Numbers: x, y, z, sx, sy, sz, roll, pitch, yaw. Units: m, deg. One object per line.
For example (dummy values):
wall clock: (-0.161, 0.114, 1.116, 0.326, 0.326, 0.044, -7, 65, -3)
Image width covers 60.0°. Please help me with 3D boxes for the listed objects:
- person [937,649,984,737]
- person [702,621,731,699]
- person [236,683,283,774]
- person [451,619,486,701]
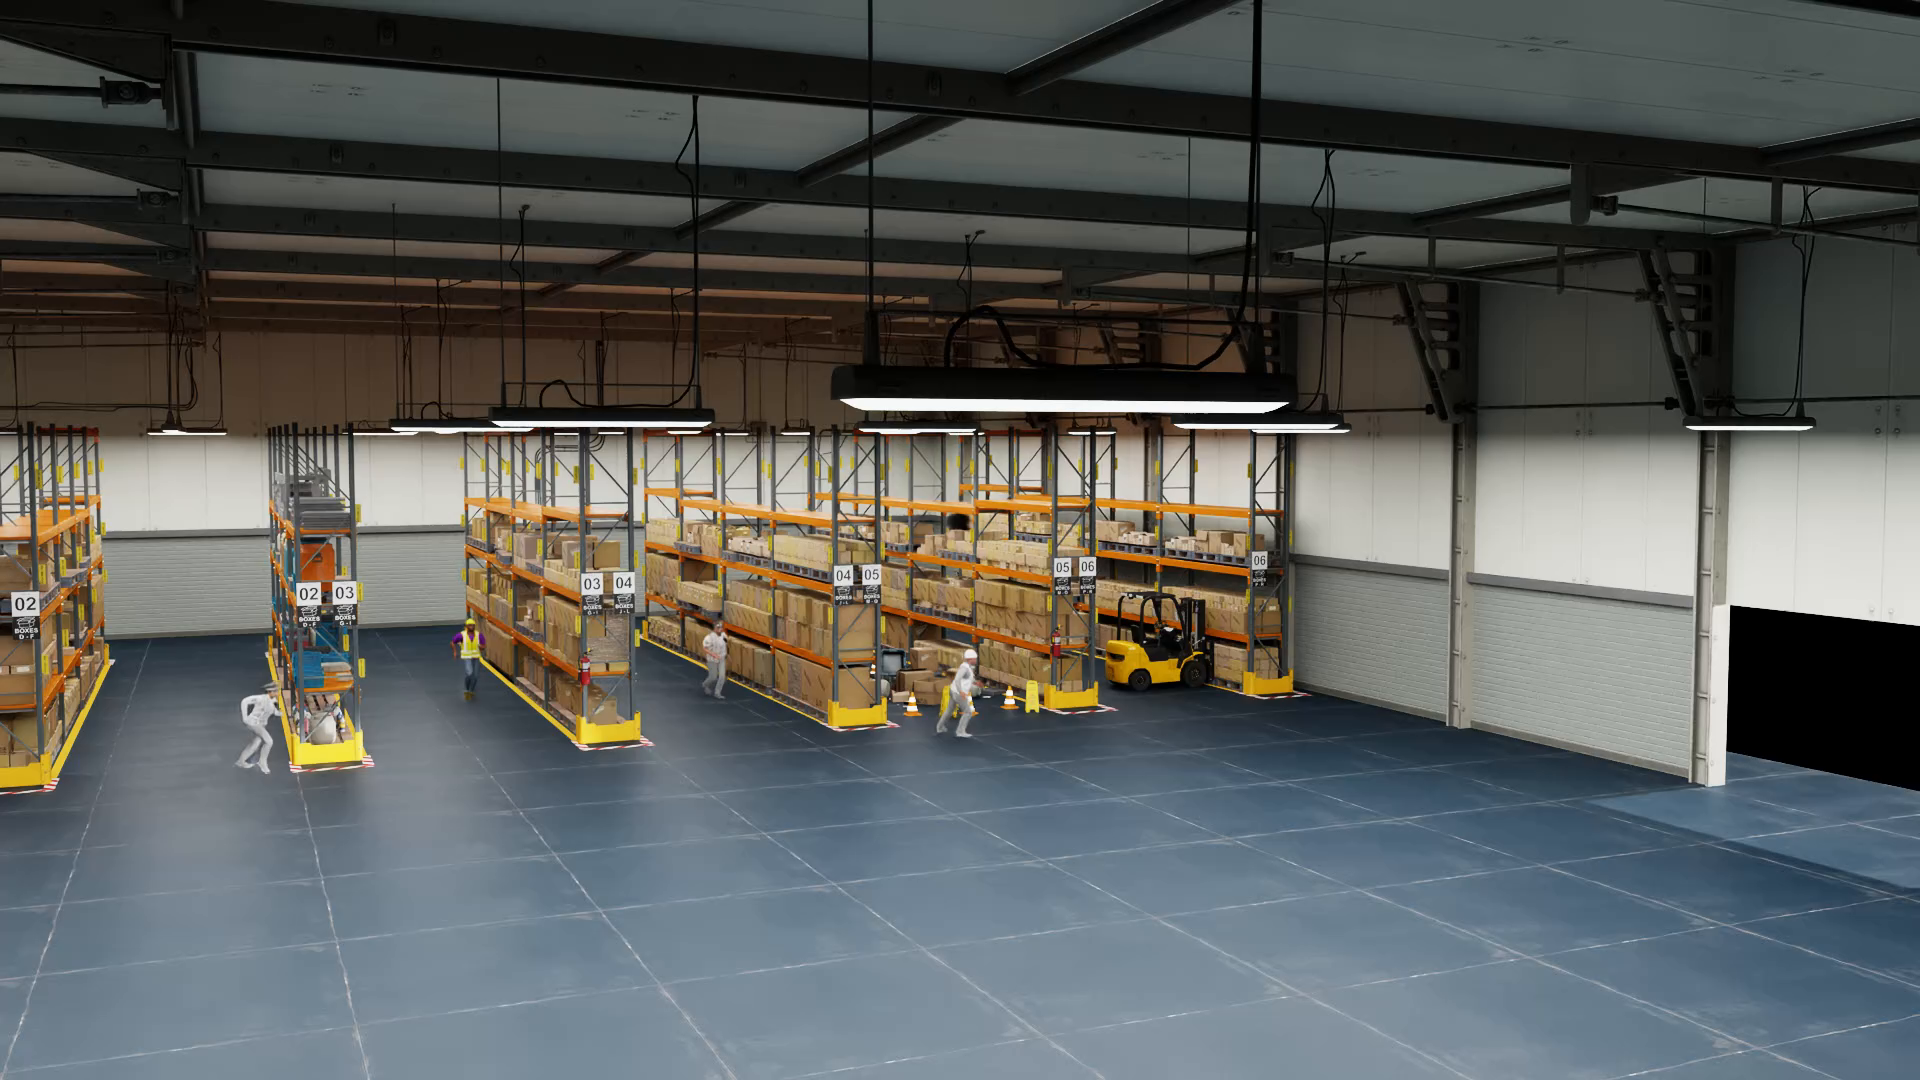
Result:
person: (0.010, 2.936, 31.944, 0.897, 1.703, 0.708, 0, 4, -6)
person: (-5.417, 2.633, 36.726, 0.659, 1.725, 0.777, -2, 4, -35)
person: (-12.030, 3.227, 28.448, 0.940, 1.592, 0.662, 1, 4, 17)
person: (-10.722, 2.620, 36.419, 0.697, 1.786, 0.720, -2, 4, -32)
